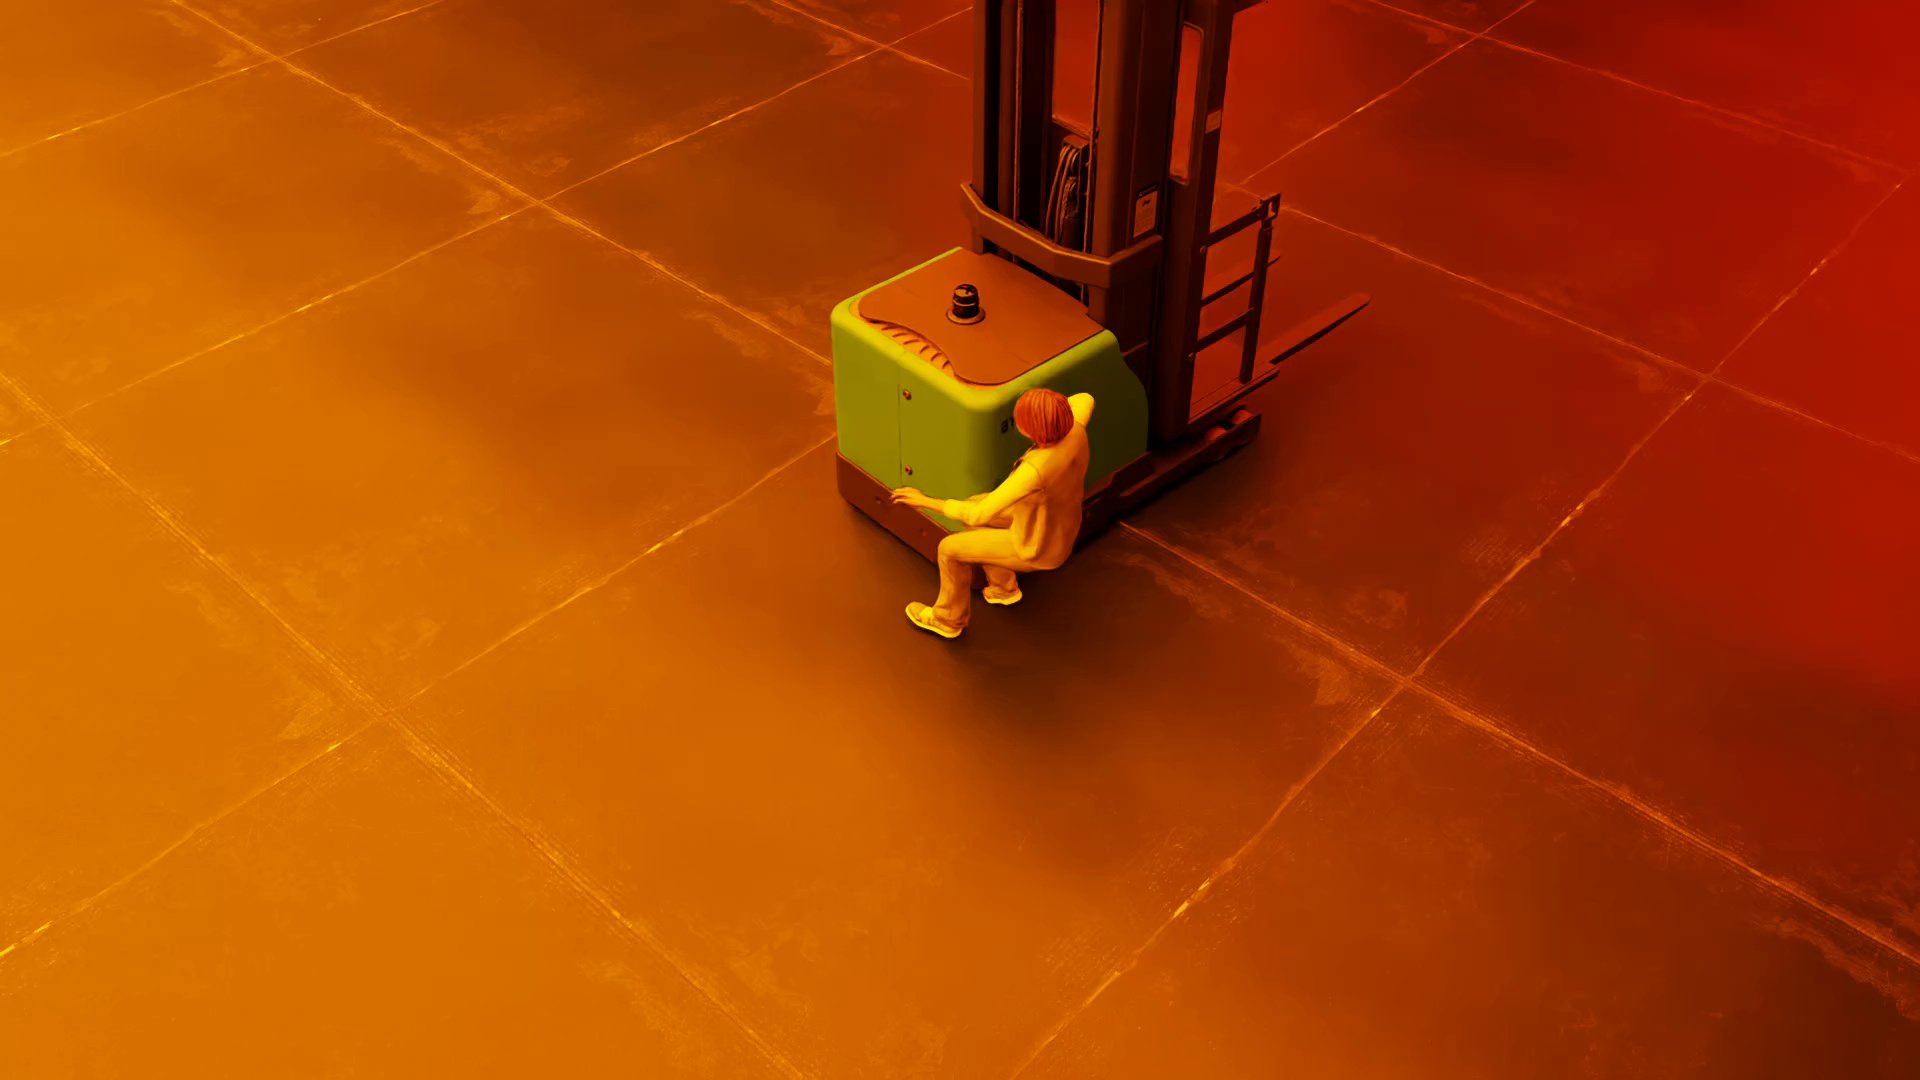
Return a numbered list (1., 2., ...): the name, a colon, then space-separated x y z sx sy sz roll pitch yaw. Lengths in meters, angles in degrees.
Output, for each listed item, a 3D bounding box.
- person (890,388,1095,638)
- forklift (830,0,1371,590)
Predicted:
1. person: 0.139 -0.135 6.785 0.754 1.350 0.906 14 43 16
2. forklift: 0.848 -1.728 7.442 3.031 2.935 1.130 -31 49 -31
